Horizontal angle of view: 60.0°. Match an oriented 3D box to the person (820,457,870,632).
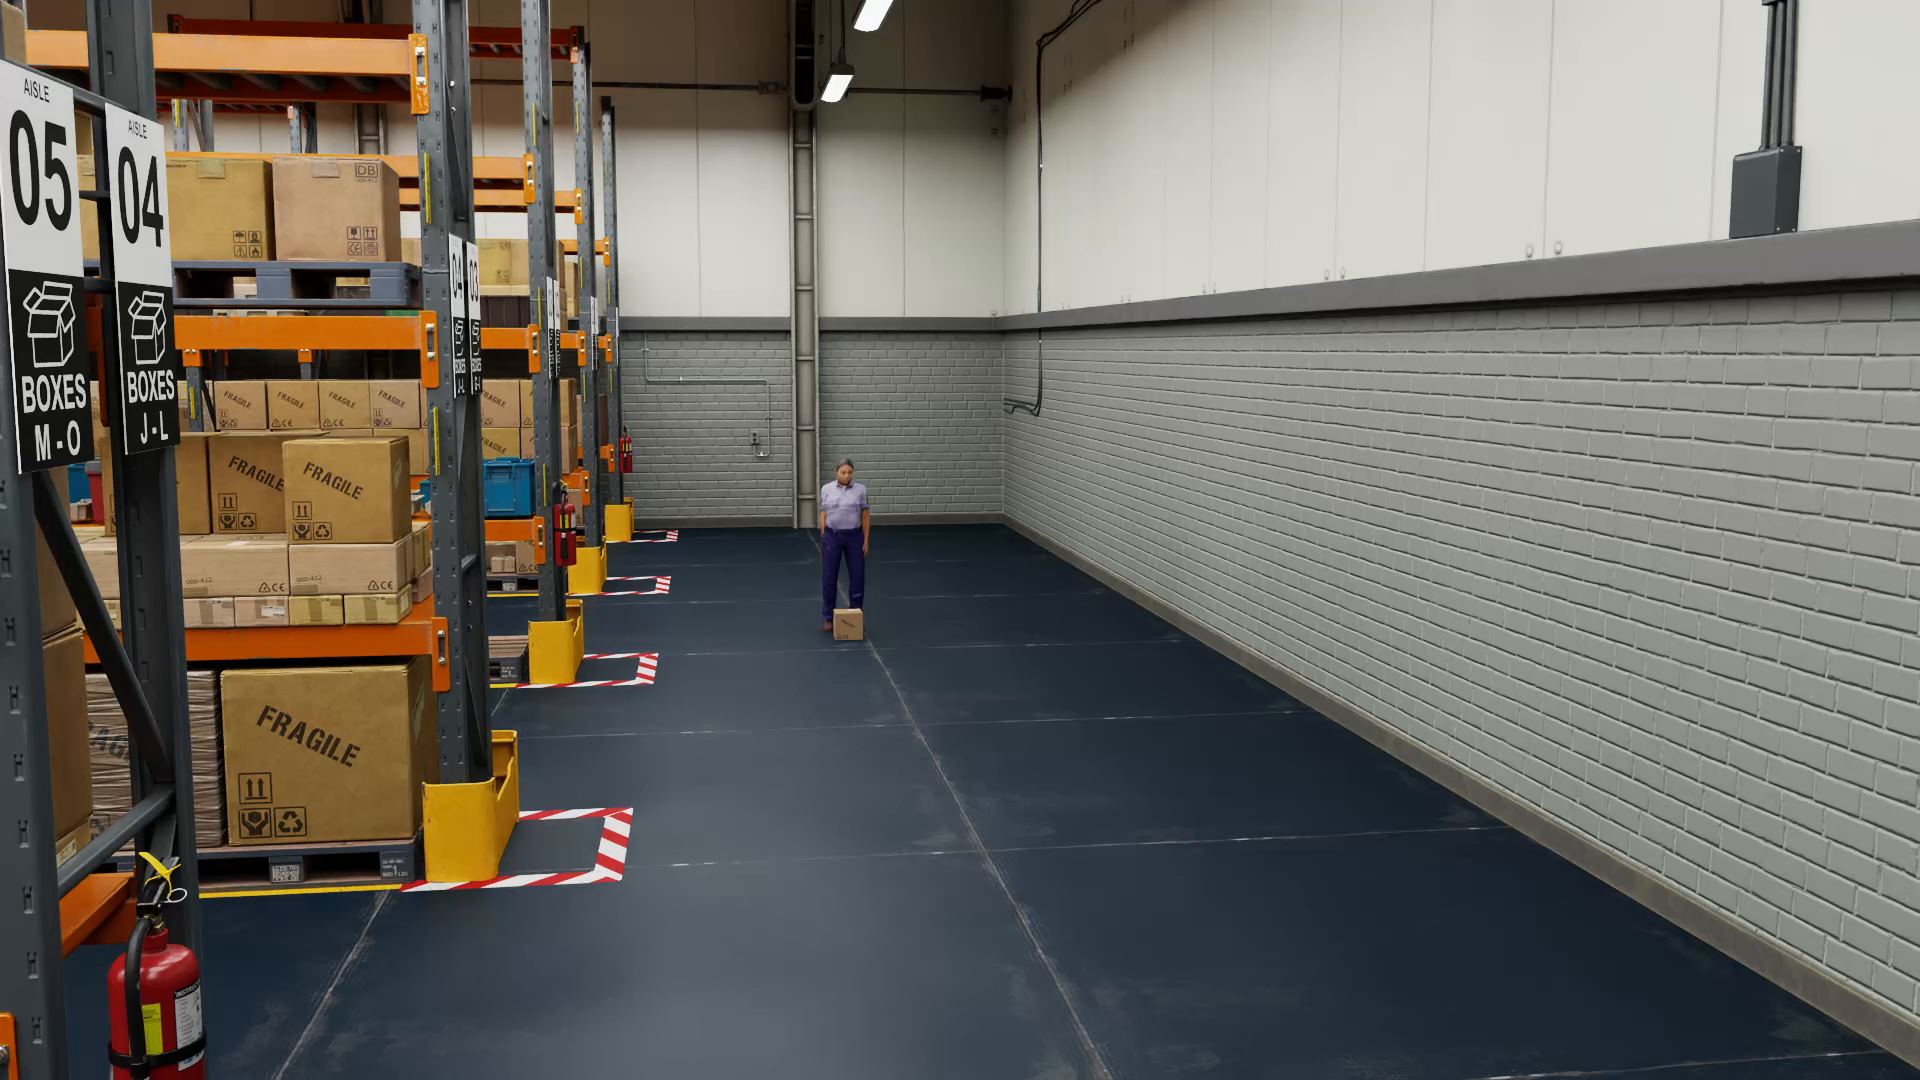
[{"bbox_3d":[-1.079,0.036,15.660,0.473,1.643,0.340,-1,7,-8],"label":"person"}]
